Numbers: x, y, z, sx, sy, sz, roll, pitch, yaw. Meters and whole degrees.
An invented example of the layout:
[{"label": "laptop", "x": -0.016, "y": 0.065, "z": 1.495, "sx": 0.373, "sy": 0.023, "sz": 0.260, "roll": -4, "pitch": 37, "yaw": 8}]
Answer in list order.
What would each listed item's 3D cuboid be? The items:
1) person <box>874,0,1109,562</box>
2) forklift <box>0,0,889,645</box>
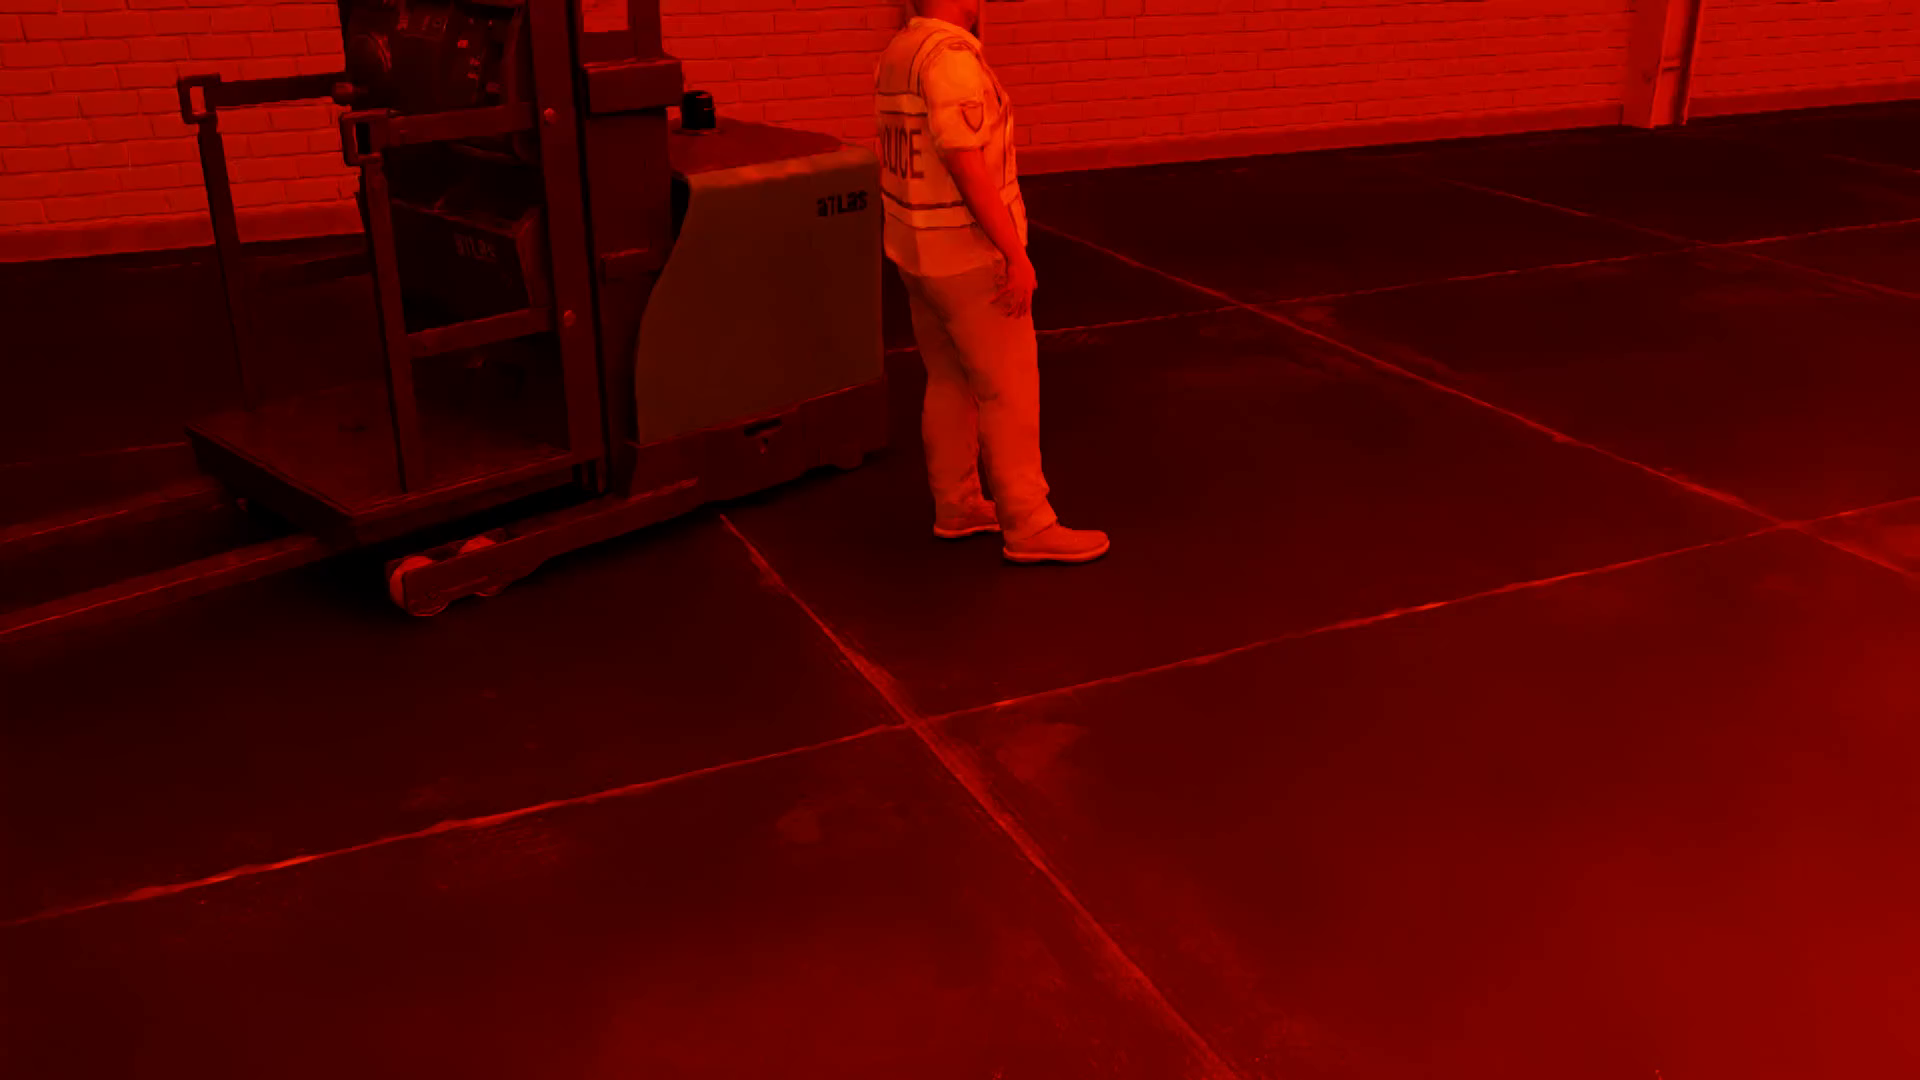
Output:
[{"label": "person", "x": 0.076, "y": -0.839, "z": 4.782, "sx": 0.574, "sy": 1.781, "sz": 0.640, "roll": -10, "pitch": 25, "yaw": -23}, {"label": "forklift", "x": -1.640, "y": -1.363, "z": 4.567, "sx": 1.130, "sy": 2.935, "sz": 3.031, "roll": 21, "pitch": 30, "yaw": 41}]
